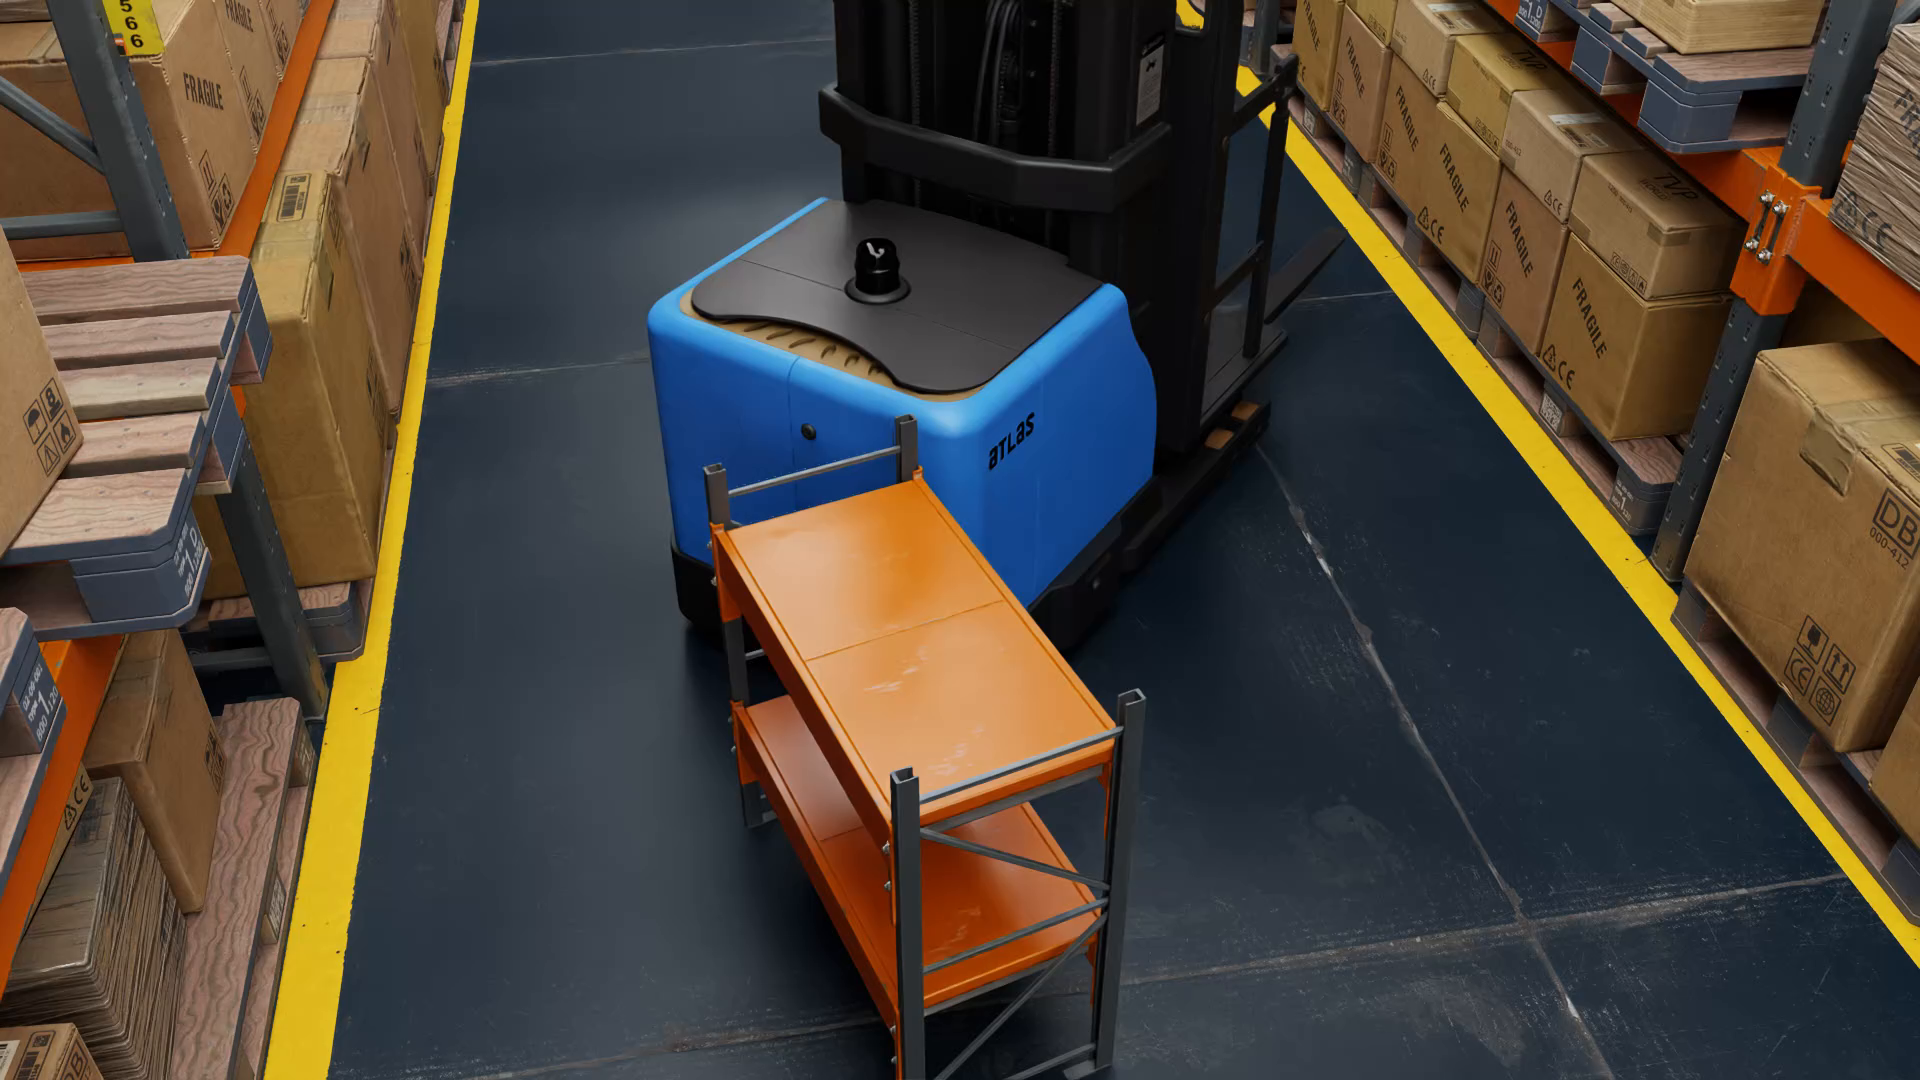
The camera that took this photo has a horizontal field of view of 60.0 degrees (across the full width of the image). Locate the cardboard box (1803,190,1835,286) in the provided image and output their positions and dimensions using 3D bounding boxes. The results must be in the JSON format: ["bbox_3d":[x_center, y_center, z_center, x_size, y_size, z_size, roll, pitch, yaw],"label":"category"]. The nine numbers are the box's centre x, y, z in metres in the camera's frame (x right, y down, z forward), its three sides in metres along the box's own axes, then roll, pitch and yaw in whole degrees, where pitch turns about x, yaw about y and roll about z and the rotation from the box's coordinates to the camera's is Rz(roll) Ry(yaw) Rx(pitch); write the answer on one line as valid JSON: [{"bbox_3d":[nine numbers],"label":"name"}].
[{"bbox_3d":[2.758,-1.054,5.245,0.500,0.250,0.500,-8,39,-10],"label":"cardboard box"}]

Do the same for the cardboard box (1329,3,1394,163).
[{"bbox_3d":[1.902,-1.937,6.993,0.500,0.500,0.500,-5,38,-6],"label":"cardboard box"}]

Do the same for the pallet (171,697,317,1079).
[{"bbox_3d":[-2.125,0.909,3.907,1.003,0.211,1.213,-6,38,-8],"label":"pallet"}]

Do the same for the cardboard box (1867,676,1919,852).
[{"bbox_3d":[2.815,0.491,3.664,1.050,0.750,0.750,-6,38,-7],"label":"cardboard box"}]

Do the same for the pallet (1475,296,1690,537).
[{"bbox_3d":[2.505,-0.507,5.731,1.003,0.211,1.213,-6,38,-8],"label":"pallet"}]

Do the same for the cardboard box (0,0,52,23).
[{"bbox_3d":[-2.373,-1.543,3.892,0.797,0.503,0.637,-5,38,-6],"label":"cardboard box"}]

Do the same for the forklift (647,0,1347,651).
[{"bbox_3d":[0.393,-1.506,4.800,1.130,2.935,3.031,22,43,25],"label":"forklift"}]

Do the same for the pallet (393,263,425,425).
[{"bbox_3d":[-2.535,-0.782,6.085,1.003,0.211,1.213,-6,38,-8],"label":"pallet"}]

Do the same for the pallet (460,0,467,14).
[{"bbox_3d":[-3.235,-3.185,9.177,1.003,0.211,1.213,-6,38,-8],"label":"pallet"}]

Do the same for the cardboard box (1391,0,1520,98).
[{"bbox_3d":[1.989,-1.923,6.364,0.500,0.250,0.500,-5,38,-6],"label":"cardboard box"}]

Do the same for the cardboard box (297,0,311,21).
[{"bbox_3d":[-2.350,-1.949,5.232,0.500,0.500,0.500,-6,38,-8],"label":"cardboard box"}]

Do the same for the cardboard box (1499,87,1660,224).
[{"bbox_3d":[2.163,-1.300,5.562,0.500,0.250,0.500,-6,38,-7],"label":"cardboard box"}]

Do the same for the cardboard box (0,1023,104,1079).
[{"bbox_3d":[-1.907,1.227,2.904,0.700,0.500,0.500,-3,38,-4],"label":"cardboard box"}]

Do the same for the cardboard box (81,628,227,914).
[{"bbox_3d":[-2.123,0.552,3.773,0.700,0.500,0.500,-8,39,-10],"label":"cardboard box"}]

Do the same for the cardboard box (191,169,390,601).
[{"bbox_3d":[-2.361,-0.410,4.722,1.225,0.875,0.875,-8,39,-10],"label":"cardboard box"}]

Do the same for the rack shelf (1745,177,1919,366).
[{"bbox_3d":[2.991,0.356,2.933,1.077,0.370,4.000,-6,38,-8],"label":"rack shelf"}]

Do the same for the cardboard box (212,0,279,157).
[{"bbox_3d":[-2.171,-1.337,4.445,0.500,0.500,0.500,-7,38,-9],"label":"cardboard box"}]

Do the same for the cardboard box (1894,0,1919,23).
[{"bbox_3d":[2.760,-1.495,4.592,0.380,0.149,0.250,-7,38,-9],"label":"cardboard box"}]

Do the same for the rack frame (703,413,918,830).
[{"bbox_3d":[-0.328,0.229,4.039,0.500,1.125,0.032,-16,41,-20],"label":"rack frame"}]

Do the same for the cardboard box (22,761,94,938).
[{"bbox_3d":[-2.011,0.574,3.134,0.500,0.250,0.500,-2,38,-3],"label":"cardboard box"}]

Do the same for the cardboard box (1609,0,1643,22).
[{"bbox_3d":[2.059,-1.602,4.729,0.380,0.149,0.250,-6,38,-8],"label":"cardboard box"}]

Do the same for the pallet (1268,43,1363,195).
[{"bbox_3d":[2.077,-1.981,7.628,1.003,0.211,1.213,-6,38,-8],"label":"pallet"}]

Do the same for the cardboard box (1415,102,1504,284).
[{"bbox_3d":[2.071,-1.316,6.194,0.500,0.500,0.500,-8,39,-10],"label":"cardboard box"}]

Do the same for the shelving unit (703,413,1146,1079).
[{"bbox_3d":[-0.109,0.510,3.676,0.538,1.125,1.048,-16,41,-20],"label":"shelving unit"}]

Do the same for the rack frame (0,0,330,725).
[{"bbox_3d":[-2.261,-0.664,3.660,1.000,3.000,0.127,-6,38,-8],"label":"rack frame"}]

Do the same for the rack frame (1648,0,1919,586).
[{"bbox_3d":[2.640,-1.136,4.268,1.000,3.000,0.127,-6,38,-8],"label":"rack frame"}]

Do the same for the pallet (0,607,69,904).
[{"bbox_3d":[-1.873,0.603,2.185,1.003,0.211,1.213,-6,38,-8],"label":"pallet"}]

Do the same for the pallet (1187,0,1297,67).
[{"bbox_3d":[1.786,-2.853,8.750,1.003,0.211,1.213,-6,38,-8],"label":"pallet"}]

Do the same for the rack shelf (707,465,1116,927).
[{"bbox_3d":[-0.109,0.279,3.497,0.538,0.278,1.000,-16,41,-20],"label":"rack shelf"}]

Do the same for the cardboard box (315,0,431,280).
[{"bbox_3d":[-2.673,-1.483,6.103,1.225,0.875,0.875,-7,38,-10],"label":"cardboard box"}]

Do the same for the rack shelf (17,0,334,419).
[{"bbox_3d":[-2.611,-1.588,5.435,1.077,0.370,4.000,-6,38,-8],"label":"rack shelf"}]

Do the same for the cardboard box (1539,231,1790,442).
[{"bbox_3d":[2.267,-0.684,5.381,0.500,0.500,0.500,-6,38,-8],"label":"cardboard box"}]
